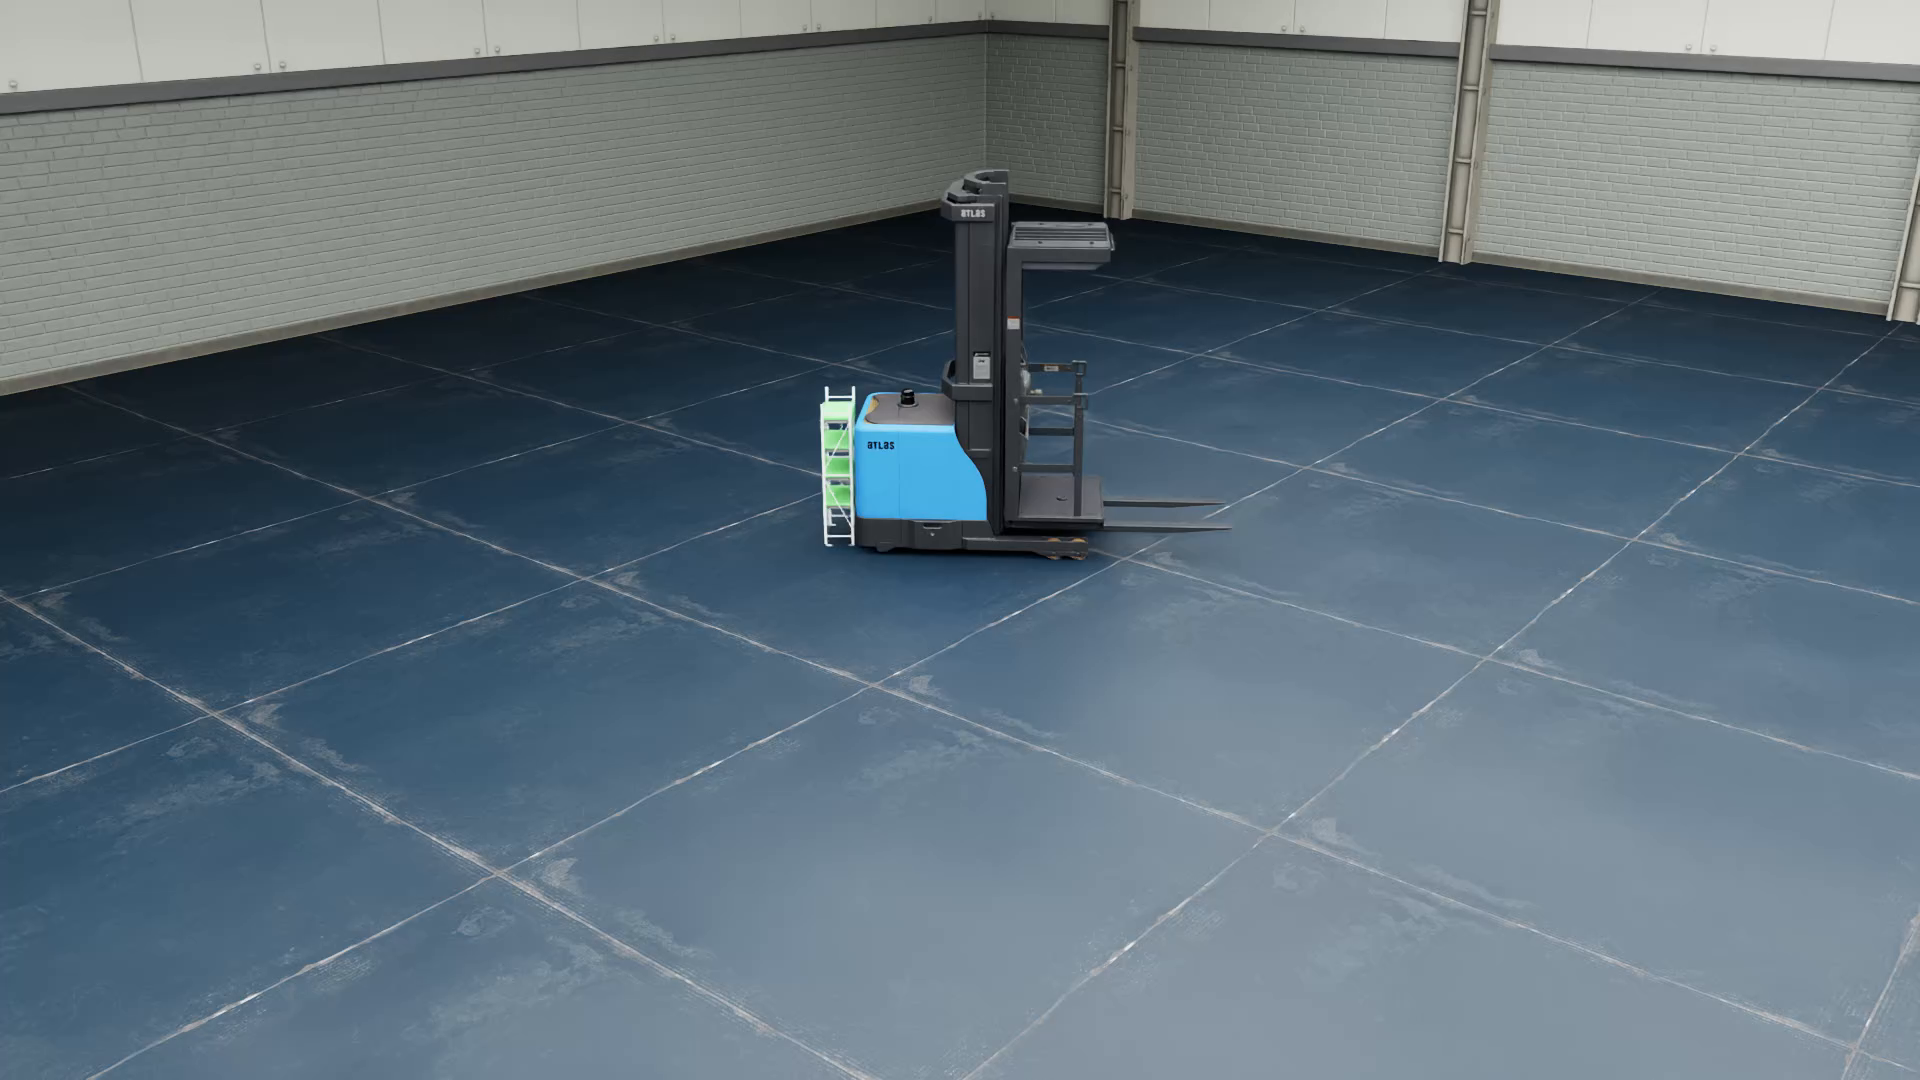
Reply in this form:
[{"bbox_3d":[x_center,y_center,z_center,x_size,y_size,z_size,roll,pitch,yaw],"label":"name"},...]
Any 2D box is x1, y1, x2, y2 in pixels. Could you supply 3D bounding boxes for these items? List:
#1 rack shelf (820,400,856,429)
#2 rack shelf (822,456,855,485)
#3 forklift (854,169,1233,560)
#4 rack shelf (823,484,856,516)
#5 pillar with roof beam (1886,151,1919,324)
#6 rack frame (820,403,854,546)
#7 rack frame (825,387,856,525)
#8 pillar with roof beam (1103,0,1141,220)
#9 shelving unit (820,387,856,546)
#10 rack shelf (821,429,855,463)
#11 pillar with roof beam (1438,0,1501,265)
[{"bbox_3d":[-0.981,-0.990,13.415,0.258,0.148,0.480,0,21,0],"label":"rack shelf"},{"bbox_3d":[-0.981,-0.541,13.584,0.258,0.148,0.480,0,21,0],"label":"rack shelf"},{"bbox_3d":[0.693,-1.407,13.245,3.031,2.935,1.130,1,21,3],"label":"forklift"},{"bbox_3d":[-0.981,-0.317,13.669,0.258,0.148,0.480,0,21,0],"label":"rack shelf"},{"bbox_3d":[9.250,-5.817,16.340,0.400,9.000,9.100,16,26,36],"label":"pillar with roof beam"},{"bbox_3d":[-0.981,-0.515,13.333,0.240,1.200,0.015,0,21,0],"label":"rack frame"},{"bbox_3d":[-0.980,-0.687,13.790,0.240,1.200,0.015,0,21,0],"label":"rack frame"},{"bbox_3d":[-0.047,-8.494,23.439,0.400,9.000,9.100,16,26,36],"label":"pillar with roof beam"},{"bbox_3d":[-0.981,-0.601,13.562,0.258,1.200,0.503,0,21,0],"label":"shelving unit"},{"bbox_3d":[-0.981,-0.766,13.499,0.258,0.148,0.480,0,21,0],"label":"rack shelf"},{"bbox_3d":[4.602,-7.155,19.889,0.400,9.000,9.100,16,26,36],"label":"pillar with roof beam"}]
